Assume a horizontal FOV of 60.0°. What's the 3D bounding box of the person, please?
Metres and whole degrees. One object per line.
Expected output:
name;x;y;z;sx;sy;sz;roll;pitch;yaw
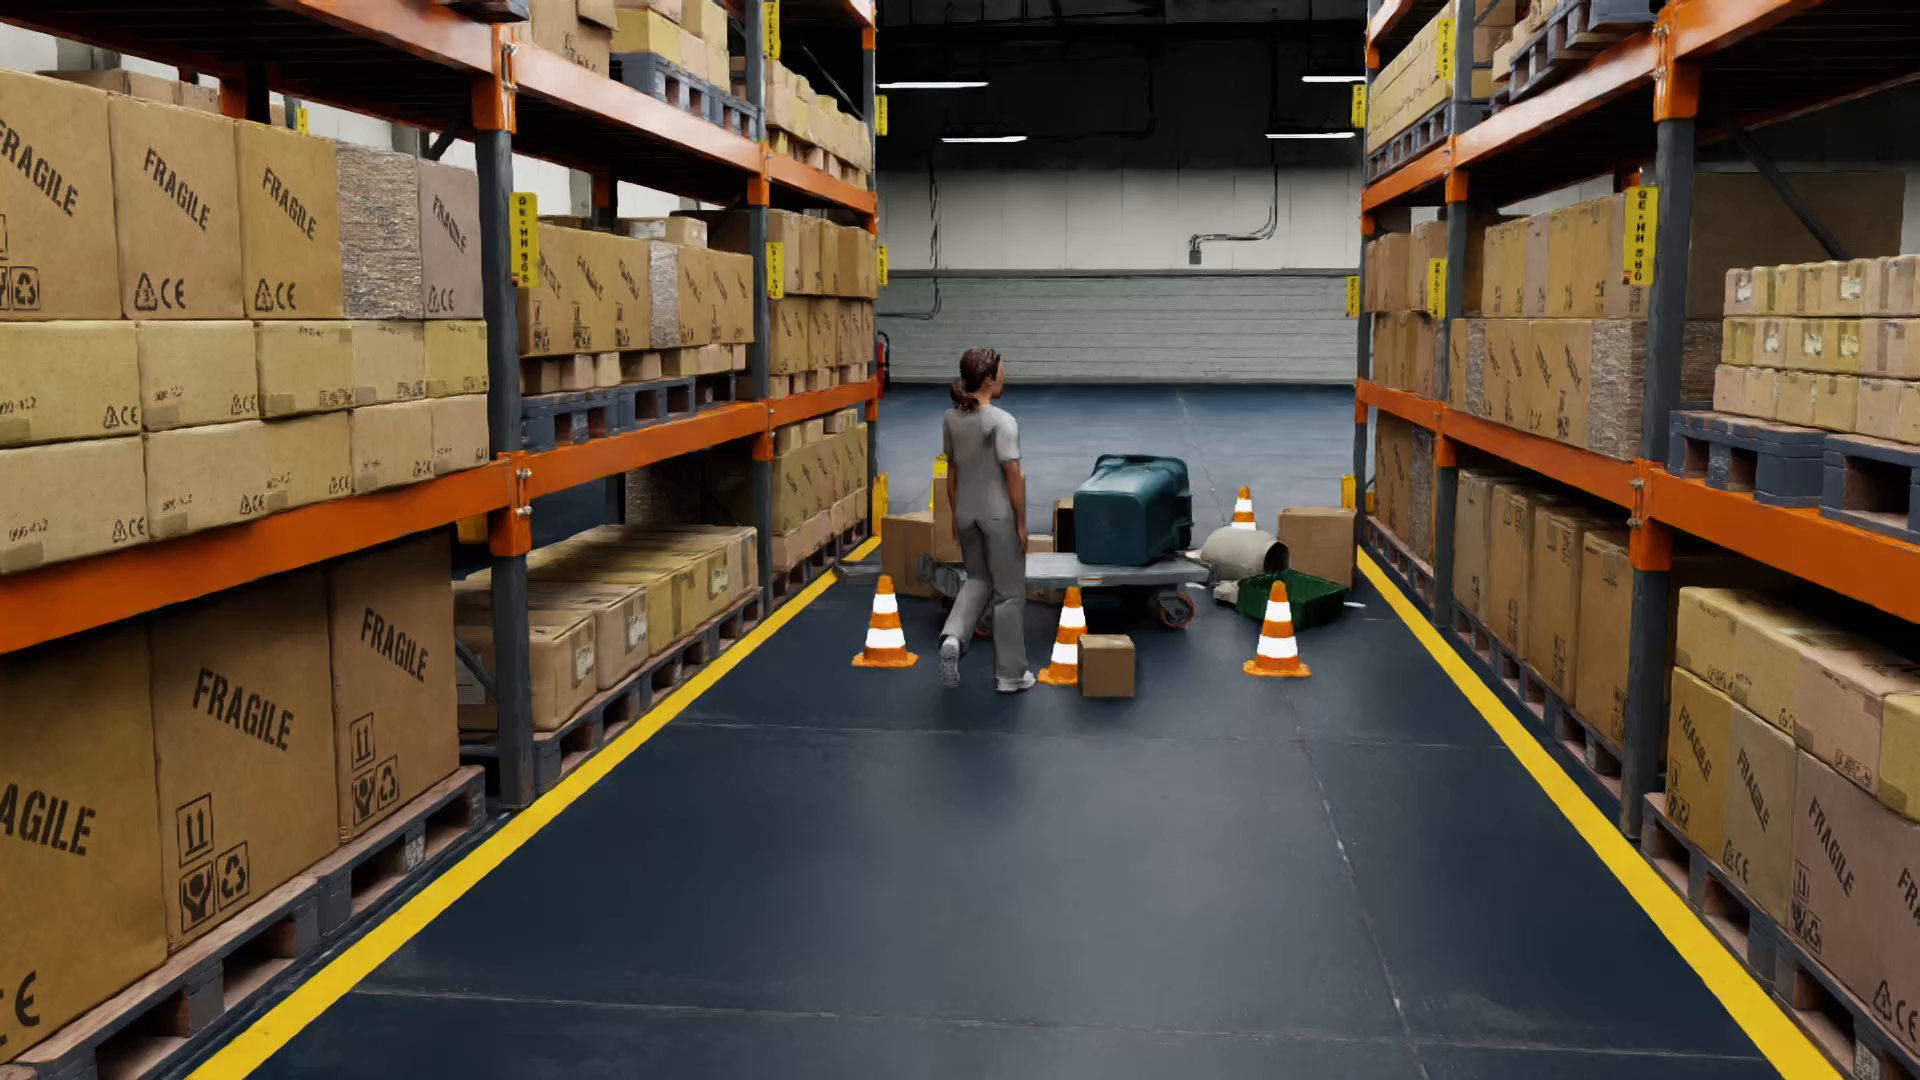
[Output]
person;0.162;-0.085;7.939;0.470;1.669;0.616;6;10;37
